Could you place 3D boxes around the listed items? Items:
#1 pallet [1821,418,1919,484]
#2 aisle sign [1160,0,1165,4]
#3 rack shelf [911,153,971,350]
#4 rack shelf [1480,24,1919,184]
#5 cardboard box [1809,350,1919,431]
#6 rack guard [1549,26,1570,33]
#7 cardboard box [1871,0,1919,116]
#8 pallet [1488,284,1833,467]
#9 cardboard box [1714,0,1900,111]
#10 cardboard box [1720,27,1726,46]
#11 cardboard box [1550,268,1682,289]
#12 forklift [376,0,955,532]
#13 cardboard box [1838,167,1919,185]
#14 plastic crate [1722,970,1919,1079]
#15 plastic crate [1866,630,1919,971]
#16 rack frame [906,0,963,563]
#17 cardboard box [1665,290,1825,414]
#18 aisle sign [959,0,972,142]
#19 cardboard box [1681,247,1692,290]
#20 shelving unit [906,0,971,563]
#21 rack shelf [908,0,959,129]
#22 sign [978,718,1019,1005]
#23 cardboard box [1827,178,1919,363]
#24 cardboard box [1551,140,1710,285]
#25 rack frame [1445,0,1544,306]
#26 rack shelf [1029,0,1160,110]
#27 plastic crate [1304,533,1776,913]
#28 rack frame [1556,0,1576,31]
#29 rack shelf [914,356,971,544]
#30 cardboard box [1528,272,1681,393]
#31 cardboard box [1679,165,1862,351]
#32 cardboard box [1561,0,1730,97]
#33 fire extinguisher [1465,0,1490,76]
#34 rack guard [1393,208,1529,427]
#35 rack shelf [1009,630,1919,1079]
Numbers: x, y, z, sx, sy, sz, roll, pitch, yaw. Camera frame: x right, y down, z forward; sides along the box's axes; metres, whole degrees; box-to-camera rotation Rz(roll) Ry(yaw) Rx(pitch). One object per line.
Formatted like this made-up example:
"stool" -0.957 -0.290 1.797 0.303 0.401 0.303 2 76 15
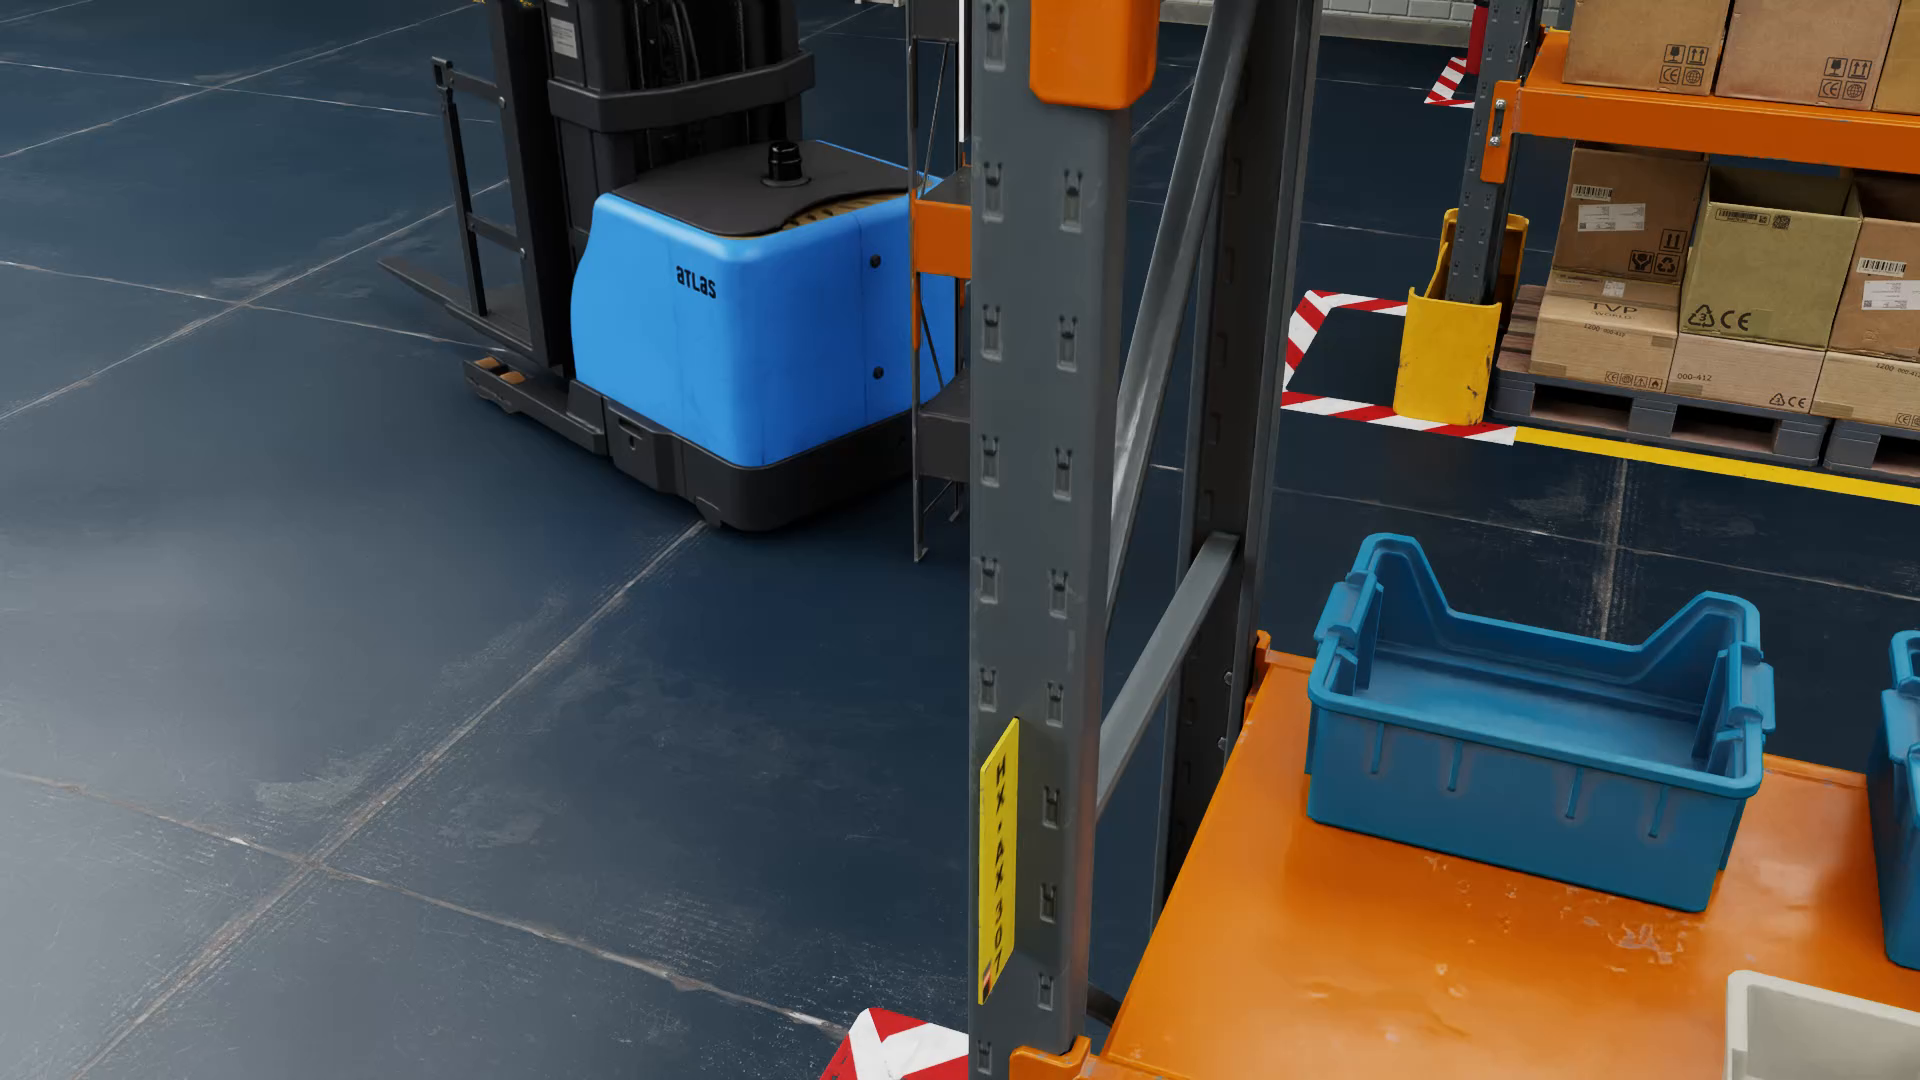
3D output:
"pallet" 3.969 -0.473 6.373 1.213 0.211 1.003 11 31 19
"aisle sign" 0.297 -1.059 1.933 0.004 0.787 0.394 11 31 19
"rack shelf" 0.153 -0.872 5.186 0.480 0.518 0.431 11 31 19
"rack shelf" 3.971 -1.353 5.826 4.000 0.370 1.077 11 31 19
"cardboard box" 3.459 -0.638 6.197 0.500 0.250 0.500 11 31 19
"rack guard" 4.047 -3.193 10.891 0.348 0.500 1.175 11 31 19
"cardboard box" 3.492 -1.798 5.781 0.500 0.500 0.700 12 31 19
"pallet" 2.842 -0.700 6.774 1.213 0.211 1.003 11 31 19
"cardboard box" 3.034 -1.892 5.948 0.500 0.500 0.700 12 32 20
"cardboard box" 4.584 -3.147 10.556 0.500 0.311 0.500 8 30 13
"cardboard box" 2.726 -1.057 6.940 0.500 0.250 0.500 11 31 19
"forklift" -1.366 -1.936 6.196 1.130 2.935 3.031 -25 38 -37
"cardboard box" 3.659 -1.207 6.442 0.500 0.500 0.500 11 31 19
"plastic crate" 0.960 0.649 1.822 0.250 0.136 0.298 11 31 19
"plastic crate" 1.428 0.365 2.206 0.408 0.251 0.499 11 31 19
"rack frame" -0.073 -0.929 5.259 0.015 2.100 0.400 11 31 19
"cardboard box" 2.996 -0.730 6.362 0.500 0.250 0.500 11 31 19
"aisle sign" 0.075 -0.790 1.457 0.004 0.787 0.394 11 31 19
"cardboard box" 3.194 -0.970 6.786 0.500 0.250 0.500 11 31 19
"shelving unit" 0.153 -0.883 5.179 0.503 2.100 0.431 11 31 19
"rack shelf" 0.153 -1.481 4.841 0.480 0.518 0.431 11 31 19
"sign" 0.041 0.351 1.799 0.005 0.325 0.100 11 31 19
"cardboard box" 3.463 -0.969 6.022 0.500 0.500 0.500 11 31 19
"cardboard box" 2.727 -1.385 6.757 0.500 0.500 0.500 11 31 19
"rack frame" 2.118 -2.036 6.304 0.127 3.000 1.000 11 31 19
"rack shelf" 2.105 -0.401 1.094 4.000 0.370 1.077 11 31 19
"plastic crate" 0.828 0.243 2.423 0.616 0.251 0.499 11 31 19
"rack frame" 3.977 -4.295 10.301 0.127 3.000 1.000 11 31 19
"rack shelf" 0.153 -0.262 5.530 0.480 0.518 0.431 11 31 19
"cardboard box" 2.531 -0.821 6.522 0.500 0.250 0.500 11 31 19
"cardboard box" 2.995 -1.056 6.176 0.500 0.500 0.500 11 31 19
"cardboard box" 2.546 -1.987 6.116 0.500 0.500 0.700 11 31 19
"fire extinguisher" 2.183 -2.236 6.736 0.183 0.674 0.296 11 31 19
"rack guard" 2.096 -0.952 6.927 0.348 0.500 1.175 11 31 19
"rack shelf" 2.105 0.905 1.832 4.000 0.370 1.077 11 31 19
